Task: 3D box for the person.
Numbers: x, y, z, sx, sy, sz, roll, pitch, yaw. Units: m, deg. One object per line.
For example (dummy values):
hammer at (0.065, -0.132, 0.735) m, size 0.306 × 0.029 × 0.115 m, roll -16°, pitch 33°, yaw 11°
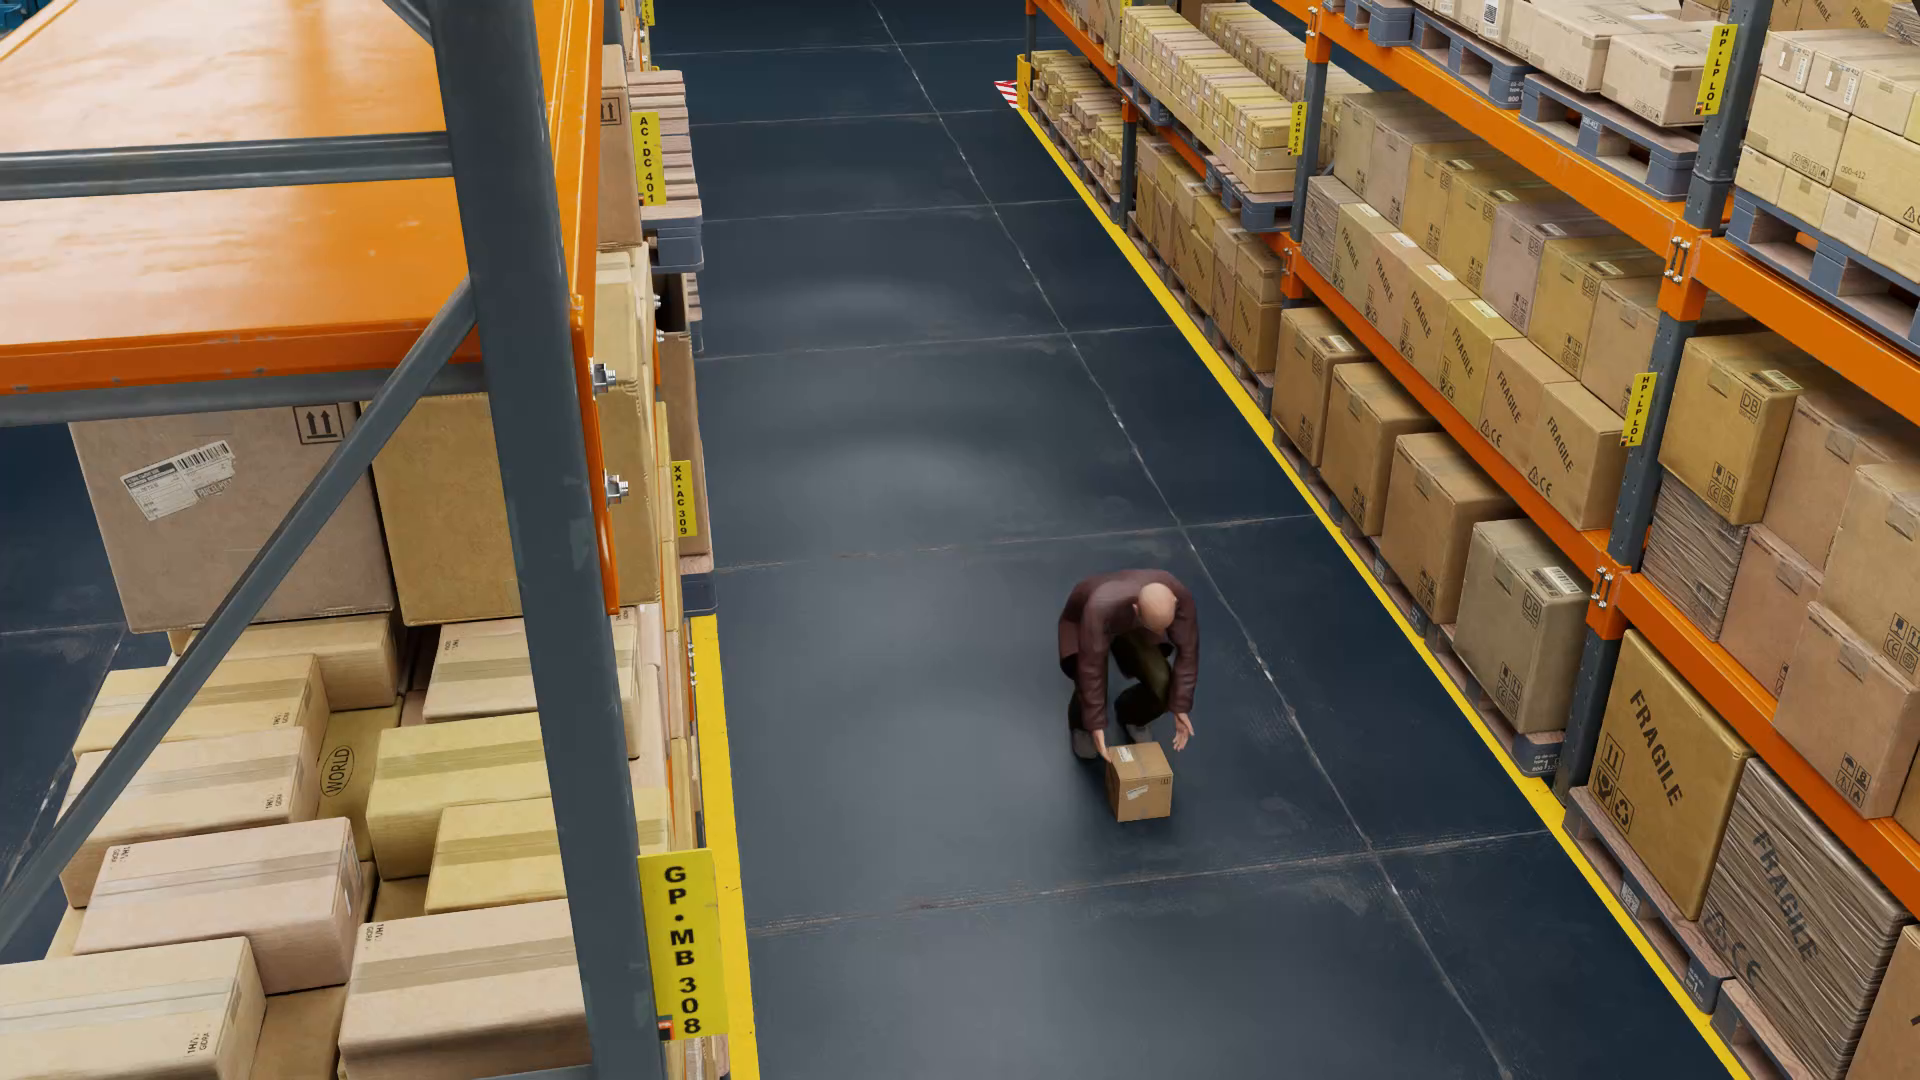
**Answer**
person at (0.782, 0.538, 7.884) m, size 0.619 × 1.125 × 0.855 m, roll -5°, pitch 31°, yaw -9°
